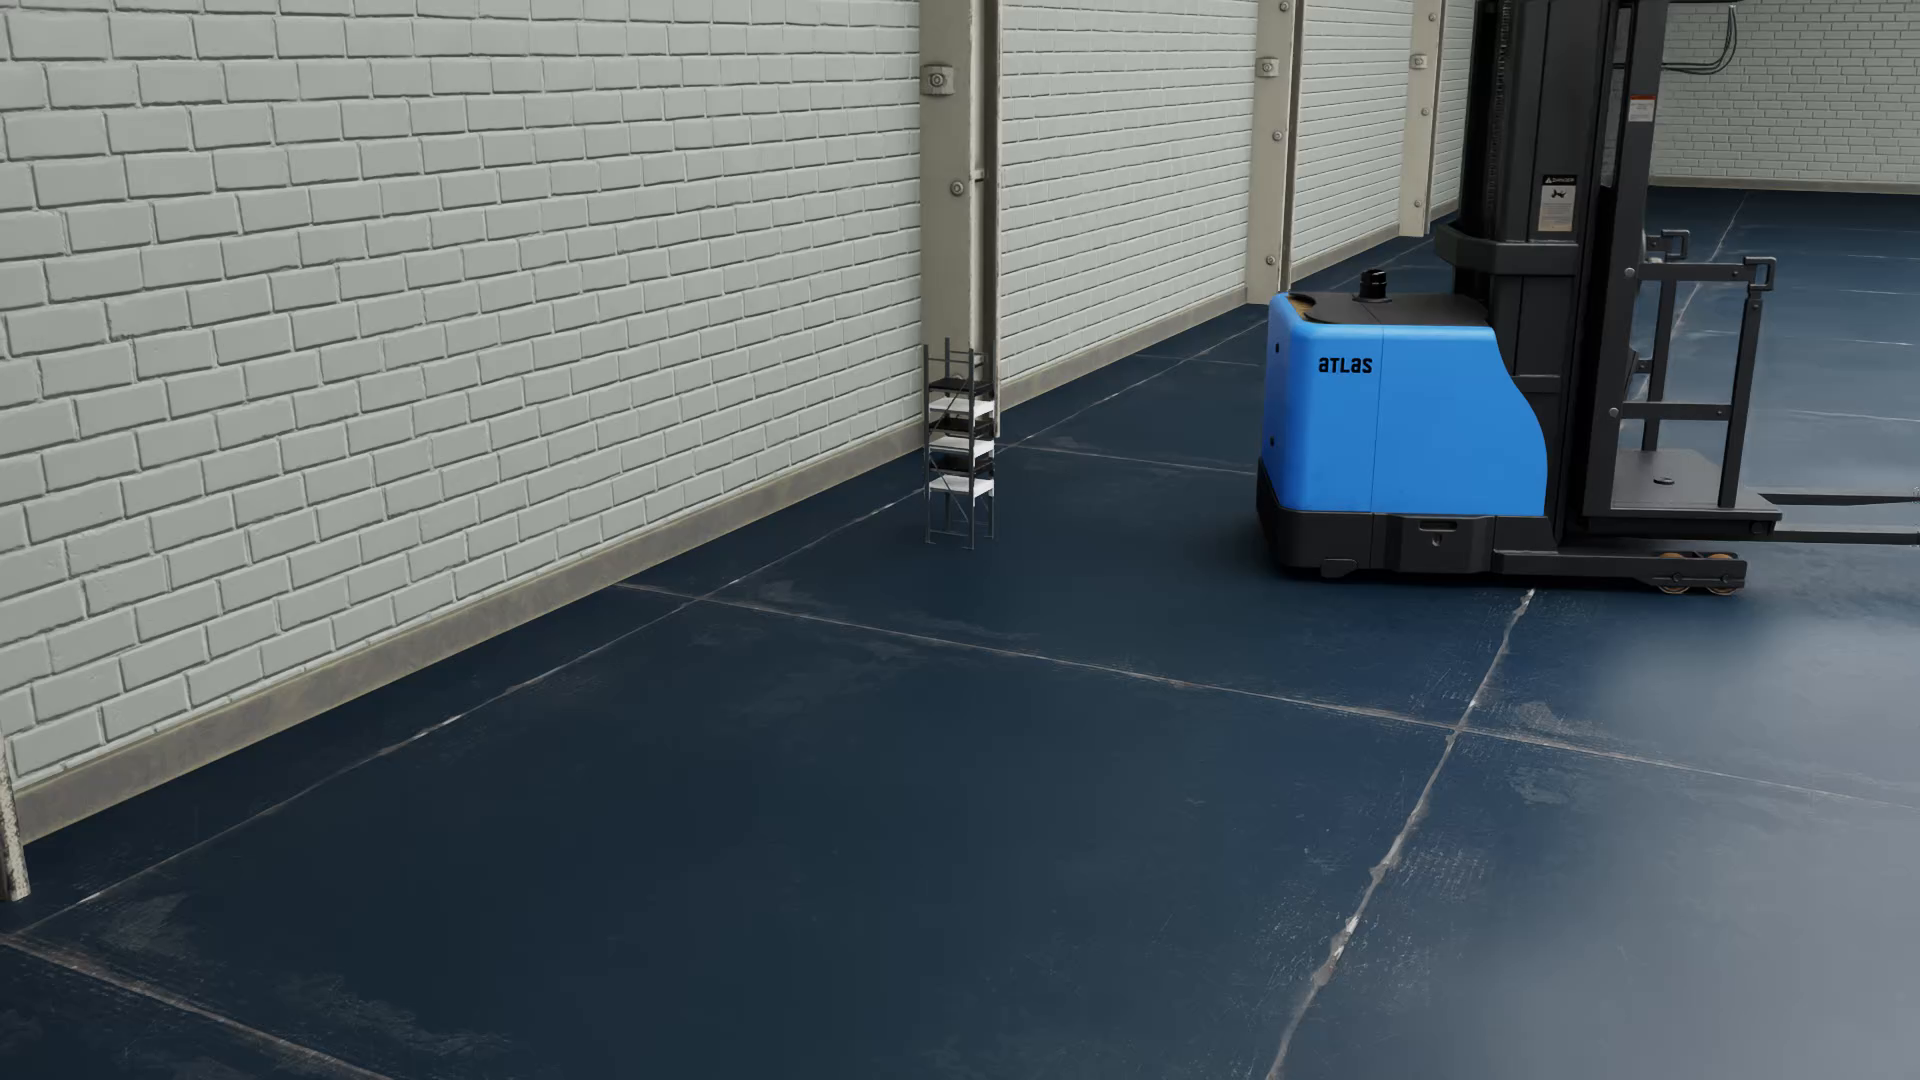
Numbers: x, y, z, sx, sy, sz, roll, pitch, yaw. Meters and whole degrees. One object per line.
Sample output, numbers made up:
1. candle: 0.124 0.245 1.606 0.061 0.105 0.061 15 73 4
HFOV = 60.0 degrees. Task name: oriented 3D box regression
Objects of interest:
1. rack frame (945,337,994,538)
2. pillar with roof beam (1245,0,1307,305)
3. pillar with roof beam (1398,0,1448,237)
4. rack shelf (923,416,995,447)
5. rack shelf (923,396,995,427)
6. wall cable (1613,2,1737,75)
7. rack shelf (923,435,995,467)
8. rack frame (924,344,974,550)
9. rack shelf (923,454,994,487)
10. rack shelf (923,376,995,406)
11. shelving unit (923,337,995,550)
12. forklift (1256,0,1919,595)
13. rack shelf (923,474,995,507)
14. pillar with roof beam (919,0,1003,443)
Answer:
1. rack frame: 0.042 -0.455 7.476 0.240 0.900 0.006 8 18 25
2. pillar with roof beam: 6.538 -5.861 11.451 9.100 9.000 0.400 8 18 25
3. pillar with roof beam: 9.219 -7.389 16.597 9.100 9.000 0.400 8 18 25
4. rack shelf: -0.004 -0.484 7.373 0.258 0.077 0.200 8 18 25
5. rack shelf: -0.004 -0.570 7.348 0.258 0.077 0.200 8 18 25
6. wall cable: 10.548 -8.559 25.989 3.097 2.526 0.112 8 18 25
7. rack shelf: -0.004 -0.397 7.399 0.258 0.077 0.200 8 18 25
8. rack frame: -0.049 -0.403 7.302 0.240 0.900 0.006 8 18 25
9. rack shelf: -0.004 -0.311 7.424 0.258 0.077 0.200 8 18 25
10. rack shelf: -0.004 -0.656 7.322 0.258 0.077 0.200 8 18 25
11. shelving unit: -0.004 -0.429 7.389 0.258 0.900 0.210 8 18 25
12. forklift: 2.864 -1.338 6.881 3.031 2.935 1.130 1 17 5
13. rack shelf: -0.004 -0.225 7.450 0.258 0.077 0.200 8 18 25
14. pillar with roof beam: 3.857 -4.332 6.306 9.100 9.000 0.400 8 18 25
